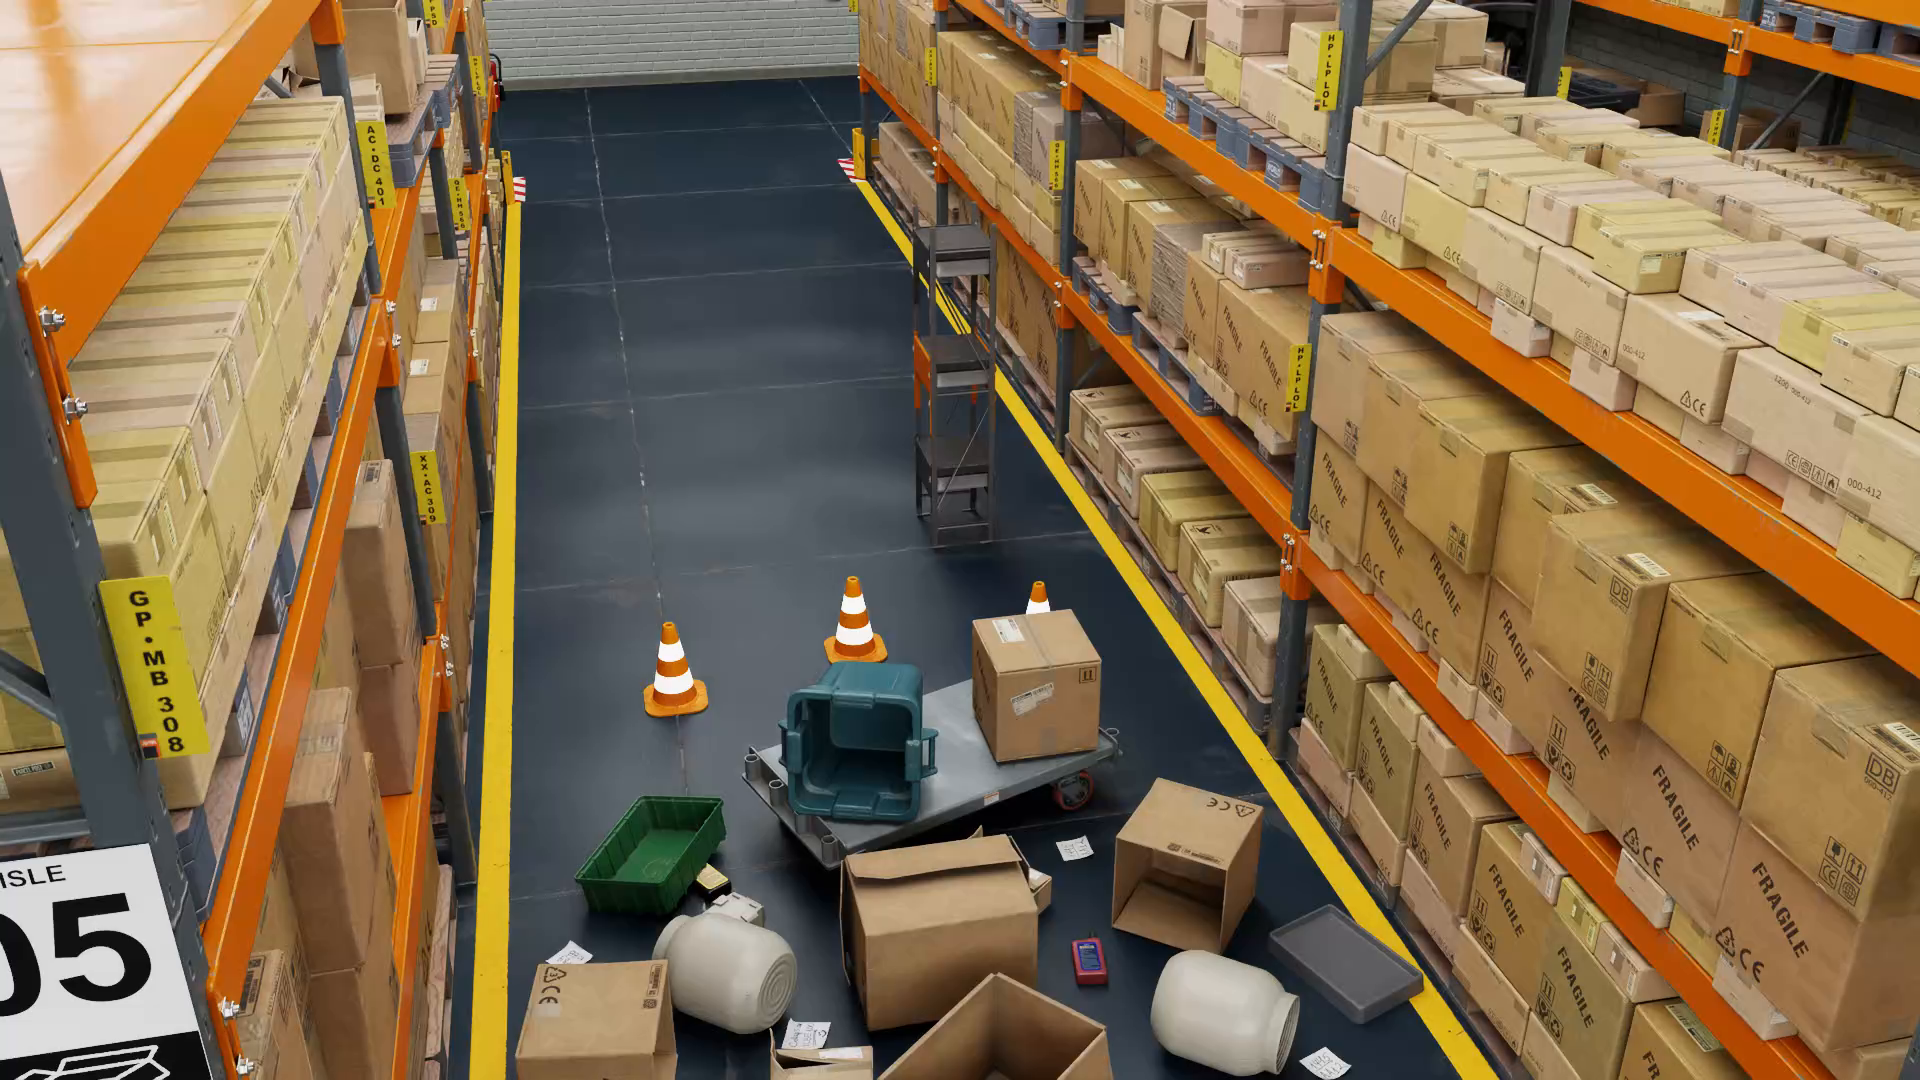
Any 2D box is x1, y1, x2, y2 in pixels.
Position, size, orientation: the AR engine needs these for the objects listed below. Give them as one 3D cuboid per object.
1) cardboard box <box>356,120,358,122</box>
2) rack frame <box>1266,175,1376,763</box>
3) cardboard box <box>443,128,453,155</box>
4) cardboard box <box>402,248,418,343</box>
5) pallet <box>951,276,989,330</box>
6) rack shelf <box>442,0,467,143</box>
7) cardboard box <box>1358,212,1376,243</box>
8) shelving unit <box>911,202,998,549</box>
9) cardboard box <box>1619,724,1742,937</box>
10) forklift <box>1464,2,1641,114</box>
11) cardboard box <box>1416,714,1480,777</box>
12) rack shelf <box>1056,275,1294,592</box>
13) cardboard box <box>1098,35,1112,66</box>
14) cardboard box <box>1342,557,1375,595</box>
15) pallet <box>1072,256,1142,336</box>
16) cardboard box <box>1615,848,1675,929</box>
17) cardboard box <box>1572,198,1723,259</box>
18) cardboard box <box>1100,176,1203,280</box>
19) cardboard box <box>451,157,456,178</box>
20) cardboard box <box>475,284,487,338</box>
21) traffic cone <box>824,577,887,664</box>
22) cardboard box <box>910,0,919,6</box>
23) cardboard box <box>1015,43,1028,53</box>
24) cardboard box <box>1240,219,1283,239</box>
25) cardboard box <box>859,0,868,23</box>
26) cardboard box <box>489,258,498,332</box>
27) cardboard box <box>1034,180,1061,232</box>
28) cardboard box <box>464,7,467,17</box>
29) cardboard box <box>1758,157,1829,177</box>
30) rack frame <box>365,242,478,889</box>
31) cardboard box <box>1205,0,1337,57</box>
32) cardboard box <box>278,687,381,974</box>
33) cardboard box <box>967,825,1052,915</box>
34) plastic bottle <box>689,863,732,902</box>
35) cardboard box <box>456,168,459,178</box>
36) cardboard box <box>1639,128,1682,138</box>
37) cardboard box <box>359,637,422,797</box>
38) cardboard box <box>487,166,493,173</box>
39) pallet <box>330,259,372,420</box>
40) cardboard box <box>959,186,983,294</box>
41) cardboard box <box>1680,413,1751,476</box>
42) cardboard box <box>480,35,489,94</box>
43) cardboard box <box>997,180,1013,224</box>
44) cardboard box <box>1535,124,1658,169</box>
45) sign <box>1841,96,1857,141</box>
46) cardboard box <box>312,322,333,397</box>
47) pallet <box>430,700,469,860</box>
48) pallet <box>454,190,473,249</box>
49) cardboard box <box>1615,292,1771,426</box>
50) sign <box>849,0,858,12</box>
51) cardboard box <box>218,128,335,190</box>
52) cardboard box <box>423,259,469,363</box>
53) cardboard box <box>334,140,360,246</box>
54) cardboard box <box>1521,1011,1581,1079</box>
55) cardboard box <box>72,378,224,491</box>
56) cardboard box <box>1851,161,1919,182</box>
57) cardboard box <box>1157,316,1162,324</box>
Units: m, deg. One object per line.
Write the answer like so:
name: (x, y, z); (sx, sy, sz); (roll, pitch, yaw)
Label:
cardboard box: (-2.706, -1.672, 7.107); (0.250, 0.149, 0.380); (-6, 27, -12)
rack frame: (2.086, -0.280, 7.976); (1.000, 3.000, 0.127); (-6, 27, -12)
cardboard box: (-4.007, -2.974, 12.467); (0.380, 0.149, 0.250); (-7, 28, -13)
cardboard box: (-3.291, -1.335, 8.845); (0.700, 0.500, 0.500); (-6, 27, -12)
pallet: (0.531, -2.216, 14.906); (1.003, 0.211, 1.213); (-6, 27, -12)
rack shelf: (-4.066, -3.385, 11.597); (1.077, 0.370, 4.000); (-6, 27, -12)
cardboard box: (1.916, -1.343, 7.033); (0.380, 0.149, 0.250); (-6, 27, -12)
shelving unit: (-0.037, -1.010, 10.421); (0.431, 2.100, 0.503); (-6, 27, -12)
cardboard box: (2.489, 0.868, 5.260); (0.500, 0.500, 0.500); (-6, 27, -11)
forklift: (3.945, -2.215, 11.886); (1.130, 2.935, 3.031); (-10, 28, -19)
cardboard box: (2.107, 0.826, 6.817); (0.380, 0.149, 0.250); (-4, 27, -9)
rack shelf: (1.636, -0.837, 9.877); (1.077, 0.370, 4.000); (-6, 27, -12)
cardboard box: (1.090, -3.107, 10.527); (0.380, 0.149, 0.250); (-6, 27, -12)
cardboard box: (1.952, 0.109, 7.485); (0.380, 0.149, 0.250); (-5, 27, -10)
pallet: (1.449, -1.648, 10.900); (1.213, 0.211, 1.003); (-6, 27, -12)
cardboard box: (2.405, 1.121, 5.479); (0.380, 0.149, 0.250); (-5, 27, -11)
cardboard box: (2.270, -1.017, 5.502); (0.380, 0.149, 0.250); (-5, 27, -11)
cardboard box: (1.185, -1.952, 10.381); (0.500, 0.500, 0.500); (-5, 27, -9)
cardboard box: (-3.934, -2.720, 12.293); (0.380, 0.149, 0.250); (-6, 27, -11)
cardboard box: (-3.748, -1.664, 12.193); (0.500, 0.250, 0.500); (-6, 27, -11)
traffic cone: (-0.597, 0.425, 9.395); (0.336, 0.463, 0.334); (-6, 27, -12)
cardboard box: (-0.262, -5.128, 15.641); (0.380, 0.149, 0.250); (-6, 27, -12)
cardboard box: (0.753, -3.886, 13.899); (0.500, 0.500, 0.500); (-5, 27, -11)
cardboard box: (1.922, -1.543, 9.570); (0.500, 0.500, 0.500); (-7, 28, -14)
cardboard box: (-0.787, -5.799, 17.690); (0.500, 0.500, 0.500); (-7, 28, -13)
cardboard box: (-4.104, -2.017, 13.726); (0.500, 0.500, 0.500); (-6, 27, -13)
cardboard box: (0.828, -2.379, 11.746); (0.500, 0.250, 0.500); (-6, 27, -12)
cardboard box: (-4.512, -4.318, 14.424); (0.500, 0.500, 0.500); (-7, 28, -13)
cardboard box: (5.866, -2.589, 11.720); (0.380, 0.149, 0.250); (-5, 27, -10)
rack frame: (-2.714, 0.267, 6.892); (1.000, 3.000, 0.127); (-6, 27, -12)
cardboard box: (1.580, -2.650, 8.488); (0.500, 0.250, 0.500); (-6, 27, -11)
cardboard box: (-2.066, 0.815, 4.441); (0.875, 0.550, 0.550); (-6, 27, -12)
cardboard box: (0.179, 1.516, 7.451); (0.396, 0.266, 0.258); (19, 32, 32)
plastic bottle: (-1.181, 1.547, 7.617); (0.133, 0.061, 0.283); (-23, 35, -38)
cardboard box: (-3.996, -2.711, 12.605); (0.380, 0.149, 0.250); (-7, 28, -14)
cardboard box: (5.467, -3.092, 13.248); (0.500, 0.250, 0.500); (-7, 28, -14)
cardboard box: (-2.473, 0.600, 6.066); (0.875, 0.550, 0.550); (-6, 27, -12)
cardboard box: (-4.872, -3.638, 16.666); (0.380, 0.149, 0.250); (-7, 28, -14)
pallet: (-2.539, -0.672, 5.522); (1.003, 0.211, 1.213); (-6, 27, -12)
cardboard box: (0.501, -2.767, 14.795); (0.875, 0.875, 0.875); (-5, 27, -10)
cardboard box: (2.426, -0.328, 5.020); (0.380, 0.149, 0.250); (-6, 27, -12)
cardboard box: (-4.831, -4.559, 16.013); (0.500, 0.500, 0.500); (-6, 27, -11)
cardboard box: (0.590, -2.610, 12.759); (0.500, 0.250, 0.500); (-6, 27, -12)
cardboard box: (2.475, -1.516, 6.490); (0.380, 0.149, 0.250); (-5, 27, -10)
sign: (6.560, -3.116, 12.310); (0.100, 0.325, 0.005); (-6, 27, -12)
cardboard box: (-2.031, -0.506, 4.795); (0.380, 0.149, 0.250); (-6, 27, -12)
pallet: (-2.961, 1.181, 8.176); (1.003, 0.211, 1.213); (-6, 27, -12)
pallet: (-4.101, -2.268, 12.128); (1.003, 0.211, 1.213); (-6, 27, -12)
cardboard box: (2.376, -0.574, 5.066); (0.500, 0.250, 0.500); (-5, 27, -10)
sign: (-1.160, -5.916, 18.094); (0.100, 0.325, 0.005); (-6, 27, -12)
cardboard box: (-2.208, -1.199, 5.284); (0.380, 0.149, 0.250); (-6, 27, -12)
cardboard box: (-3.252, -1.363, 10.011); (0.500, 0.500, 0.500); (-6, 27, -12)
cardboard box: (-2.353, -1.180, 5.689); (0.500, 0.250, 0.500); (-6, 27, -12)
cardboard box: (2.434, 1.960, 6.123); (0.500, 0.250, 0.500); (-6, 27, -11)
cardboard box: (-1.691, -0.193, 3.292); (0.380, 0.149, 0.250); (-6, 27, -12)
cardboard box: (6.457, -2.530, 11.603); (0.380, 0.149, 0.250); (-6, 27, -12)
cardboard box: (1.399, -1.357, 9.922); (0.380, 0.149, 0.250); (-5, 27, -10)
